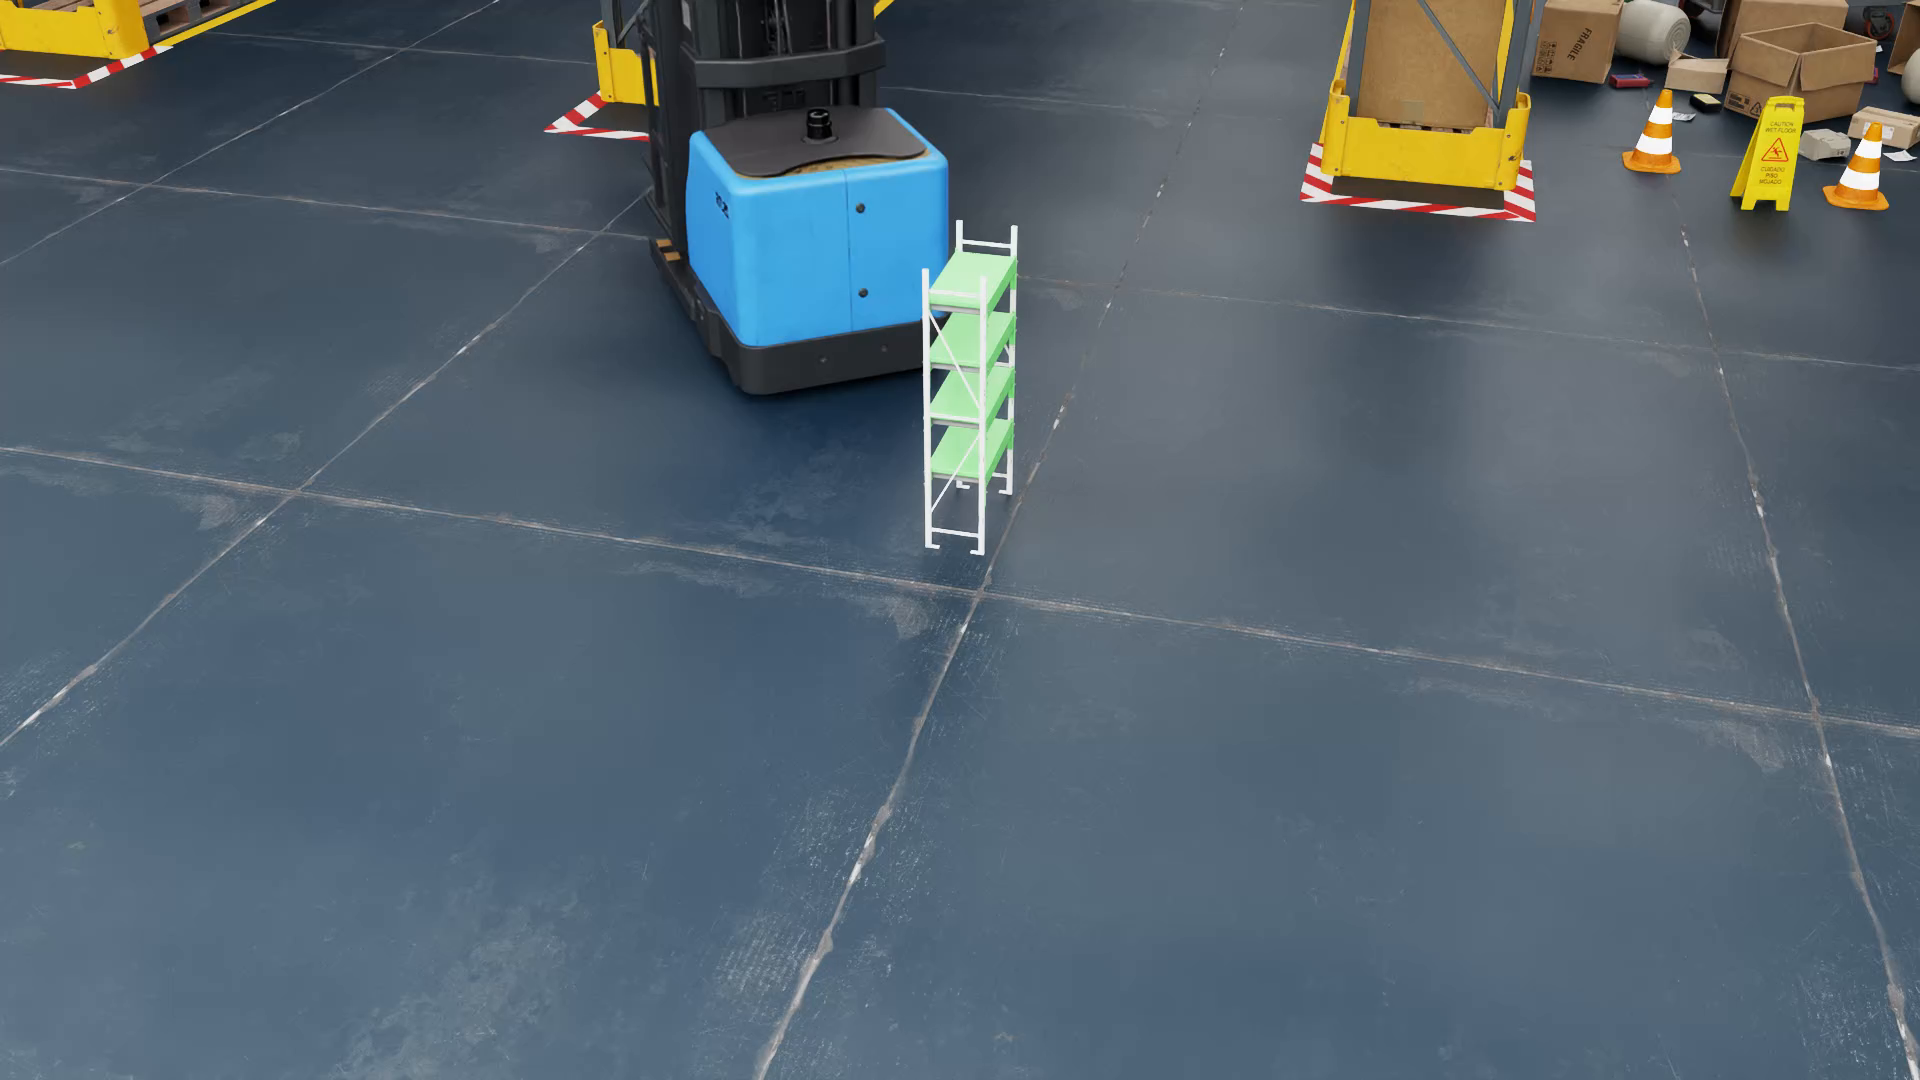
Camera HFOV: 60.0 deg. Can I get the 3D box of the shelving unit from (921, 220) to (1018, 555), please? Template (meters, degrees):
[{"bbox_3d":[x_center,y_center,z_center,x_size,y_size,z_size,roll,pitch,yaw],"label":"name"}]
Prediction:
[{"bbox_3d":[0.042,-0.592,6.563,0.258,1.200,0.503,8,33,12],"label":"shelving unit"}]

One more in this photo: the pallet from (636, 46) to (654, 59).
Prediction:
[{"bbox_3d":[-1.664,-3.564,12.160,1.003,0.211,1.213,8,33,12],"label":"pallet"}]

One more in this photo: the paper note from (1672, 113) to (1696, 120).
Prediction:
[{"bbox_3d":[4.877,-2.864,11.229,0.144,0.017,0.142,20,38,29],"label":"paper note"}]

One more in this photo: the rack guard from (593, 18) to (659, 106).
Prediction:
[{"bbox_3d":[-1.905,-3.269,11.427,1.175,0.500,0.348,8,33,12],"label":"rack guard"}]

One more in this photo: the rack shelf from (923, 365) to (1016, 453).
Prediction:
[{"bbox_3d":[0.042,-0.538,6.598,0.258,0.148,0.480,8,33,12],"label":"rack shelf"}]

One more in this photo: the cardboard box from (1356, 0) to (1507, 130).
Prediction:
[{"bbox_3d":[2.956,-3.199,10.574,0.875,0.875,0.875,8,33,13],"label":"cardboard box"}]

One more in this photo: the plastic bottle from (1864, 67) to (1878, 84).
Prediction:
[{"bbox_3d":[6.535,-3.357,11.974,0.133,0.061,0.283,14,35,21],"label":"plastic bottle"}]

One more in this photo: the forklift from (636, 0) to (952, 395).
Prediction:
[{"bbox_3d":[-1.045,-2.687,8.244,1.130,2.935,3.031,-12,34,-18],"label":"forklift"}]

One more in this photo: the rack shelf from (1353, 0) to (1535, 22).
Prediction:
[{"bbox_3d":[3.355,-4.291,11.375,1.077,0.370,4.000,8,33,12],"label":"rack shelf"}]

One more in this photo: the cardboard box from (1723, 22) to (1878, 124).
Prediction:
[{"bbox_3d":[5.658,-3.138,11.218,0.797,0.503,0.637,-14,35,-21],"label":"cardboard box"}]

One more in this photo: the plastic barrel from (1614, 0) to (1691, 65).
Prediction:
[{"bbox_3d":[5.059,-3.748,12.251,0.421,0.421,0.512,-21,38,-29],"label":"plastic barrel"}]

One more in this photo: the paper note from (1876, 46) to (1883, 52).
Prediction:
[{"bbox_3d":[6.892,-3.716,12.566,0.148,0.019,0.142,8,33,12],"label":"paper note"}]

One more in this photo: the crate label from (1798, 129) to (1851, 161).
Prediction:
[{"bbox_3d":[5.502,-2.517,10.582,0.250,0.136,0.298,-8,33,-13],"label":"crate label"}]

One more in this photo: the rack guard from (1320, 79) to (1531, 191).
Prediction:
[{"bbox_3d":[2.842,-2.490,10.200,1.175,0.500,0.348,8,33,12],"label":"rack guard"}]

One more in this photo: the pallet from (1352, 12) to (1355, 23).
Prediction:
[{"bbox_3d":[3.594,-4.072,12.959,1.003,0.211,1.213,8,33,12],"label":"pallet"}]

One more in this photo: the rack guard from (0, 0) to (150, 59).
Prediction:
[{"bbox_3d":[-6.741,-3.950,12.498,1.175,0.500,0.348,8,33,12],"label":"rack guard"}]

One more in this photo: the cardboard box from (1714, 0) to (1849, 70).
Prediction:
[{"bbox_3d":[5.888,-3.682,11.946,0.797,0.637,0.503,8,33,12],"label":"cardboard box"}]

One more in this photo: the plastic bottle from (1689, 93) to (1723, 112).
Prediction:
[{"bbox_3d":[5.114,-3.015,11.436,0.133,0.061,0.283,-3,33,-4],"label":"plastic bottle"}]

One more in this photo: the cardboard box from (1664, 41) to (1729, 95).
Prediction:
[{"bbox_3d":[5.208,-3.336,11.751,0.396,0.266,0.258,14,35,21],"label":"cardboard box"}]

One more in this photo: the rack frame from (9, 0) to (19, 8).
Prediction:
[{"bbox_3d":[-6.715,-4.959,11.755,1.000,3.000,0.127,8,33,12],"label":"rack frame"}]

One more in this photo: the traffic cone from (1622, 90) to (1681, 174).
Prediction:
[{"bbox_3d":[4.356,-2.569,10.359,0.336,0.463,0.334,8,33,12],"label":"traffic cone"}]

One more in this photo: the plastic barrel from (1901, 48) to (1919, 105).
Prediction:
[{"bbox_3d":[6.721,-3.126,11.273,0.421,0.421,0.512,-21,38,-29],"label":"plastic barrel"}]

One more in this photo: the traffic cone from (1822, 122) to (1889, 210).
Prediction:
[{"bbox_3d":[5.363,-2.239,9.840,0.336,0.463,0.334,8,33,12],"label":"traffic cone"}]

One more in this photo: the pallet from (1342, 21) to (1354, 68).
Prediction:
[{"bbox_3d":[3.287,-3.437,11.960,1.003,0.211,1.213,8,33,12],"label":"pallet"}]

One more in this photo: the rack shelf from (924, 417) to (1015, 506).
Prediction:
[{"bbox_3d":[0.042,-0.336,6.726,0.258,0.148,0.480,8,33,12],"label":"rack shelf"}]

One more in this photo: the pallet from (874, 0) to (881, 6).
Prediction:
[{"bbox_3d":[-1.045,-4.830,14.152,1.003,0.211,1.213,8,33,12],"label":"pallet"}]

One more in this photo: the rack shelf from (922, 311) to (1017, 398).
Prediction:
[{"bbox_3d":[0.042,-0.741,6.469,0.258,0.148,0.480,8,33,12],"label":"rack shelf"}]

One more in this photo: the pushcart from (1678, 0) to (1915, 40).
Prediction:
[{"bbox_3d":[6.459,-4.189,12.988,1.648,0.377,0.936,-3,33,-4],"label":"pushcart"}]

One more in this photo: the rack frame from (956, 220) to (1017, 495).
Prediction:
[{"bbox_3d":[0.104,-0.719,6.762,0.240,1.200,0.015,8,33,12],"label":"rack frame"}]

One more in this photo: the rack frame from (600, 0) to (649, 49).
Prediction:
[{"bbox_3d":[-1.924,-4.285,10.694,1.000,3.000,0.127,8,33,12],"label":"rack frame"}]

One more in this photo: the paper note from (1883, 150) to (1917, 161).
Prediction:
[{"bbox_3d":[5.976,-2.444,10.566,0.148,0.019,0.142,-3,33,-4],"label":"paper note"}]

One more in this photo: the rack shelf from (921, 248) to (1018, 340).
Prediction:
[{"bbox_3d":[0.042,-0.943,6.340,0.258,0.148,0.480,8,33,12],"label":"rack shelf"}]

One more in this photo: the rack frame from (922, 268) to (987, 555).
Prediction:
[{"bbox_3d":[-0.020,-0.466,6.364,0.240,1.200,0.015,8,33,12],"label":"rack frame"}]

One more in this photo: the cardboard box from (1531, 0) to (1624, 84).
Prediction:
[{"bbox_3d":[4.462,-3.634,11.998,0.500,0.500,0.500,14,35,21],"label":"cardboard box"}]

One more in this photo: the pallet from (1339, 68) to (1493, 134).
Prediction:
[{"bbox_3d":[2.975,-2.806,10.967,1.003,0.211,1.213,8,33,12],"label":"pallet"}]

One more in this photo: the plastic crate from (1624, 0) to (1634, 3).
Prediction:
[{"bbox_3d":[5.086,-4.202,13.131,0.662,0.188,0.450,-28,32,-37],"label":"plastic crate"}]

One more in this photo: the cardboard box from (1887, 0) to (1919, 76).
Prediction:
[{"bbox_3d":[7.089,-3.587,11.924,0.500,0.500,0.500,-21,38,-29],"label":"cardboard box"}]

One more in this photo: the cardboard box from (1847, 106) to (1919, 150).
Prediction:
[{"bbox_3d":[6.040,-2.687,10.839,0.380,0.149,0.250,28,42,36],"label":"cardboard box"}]

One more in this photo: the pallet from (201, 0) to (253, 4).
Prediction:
[{"bbox_3d":[-6.218,-4.880,14.230,1.003,0.211,1.213,8,33,12],"label":"pallet"}]

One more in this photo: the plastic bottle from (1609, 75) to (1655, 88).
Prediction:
[{"bbox_3d":[4.783,-3.265,11.828,0.283,0.061,0.133,-3,33,-4],"label":"plastic bottle"}]

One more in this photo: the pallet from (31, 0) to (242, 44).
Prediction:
[{"bbox_3d":[-6.530,-4.249,13.237,1.003,0.211,1.213,8,33,12],"label":"pallet"}]

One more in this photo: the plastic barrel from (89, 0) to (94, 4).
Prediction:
[{"bbox_3d":[-6.622,-4.438,12.863,0.421,0.512,0.421,0,32,0],"label":"plastic barrel"}]

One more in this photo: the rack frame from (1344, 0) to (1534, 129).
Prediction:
[{"bbox_3d":[2.848,-3.557,9.549,1.000,3.000,0.127,8,33,12],"label":"rack frame"}]

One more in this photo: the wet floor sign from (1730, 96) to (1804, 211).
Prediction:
[{"bbox_3d":[4.756,-2.279,9.733,0.267,0.644,0.232,3,33,4],"label":"wet floor sign"}]
